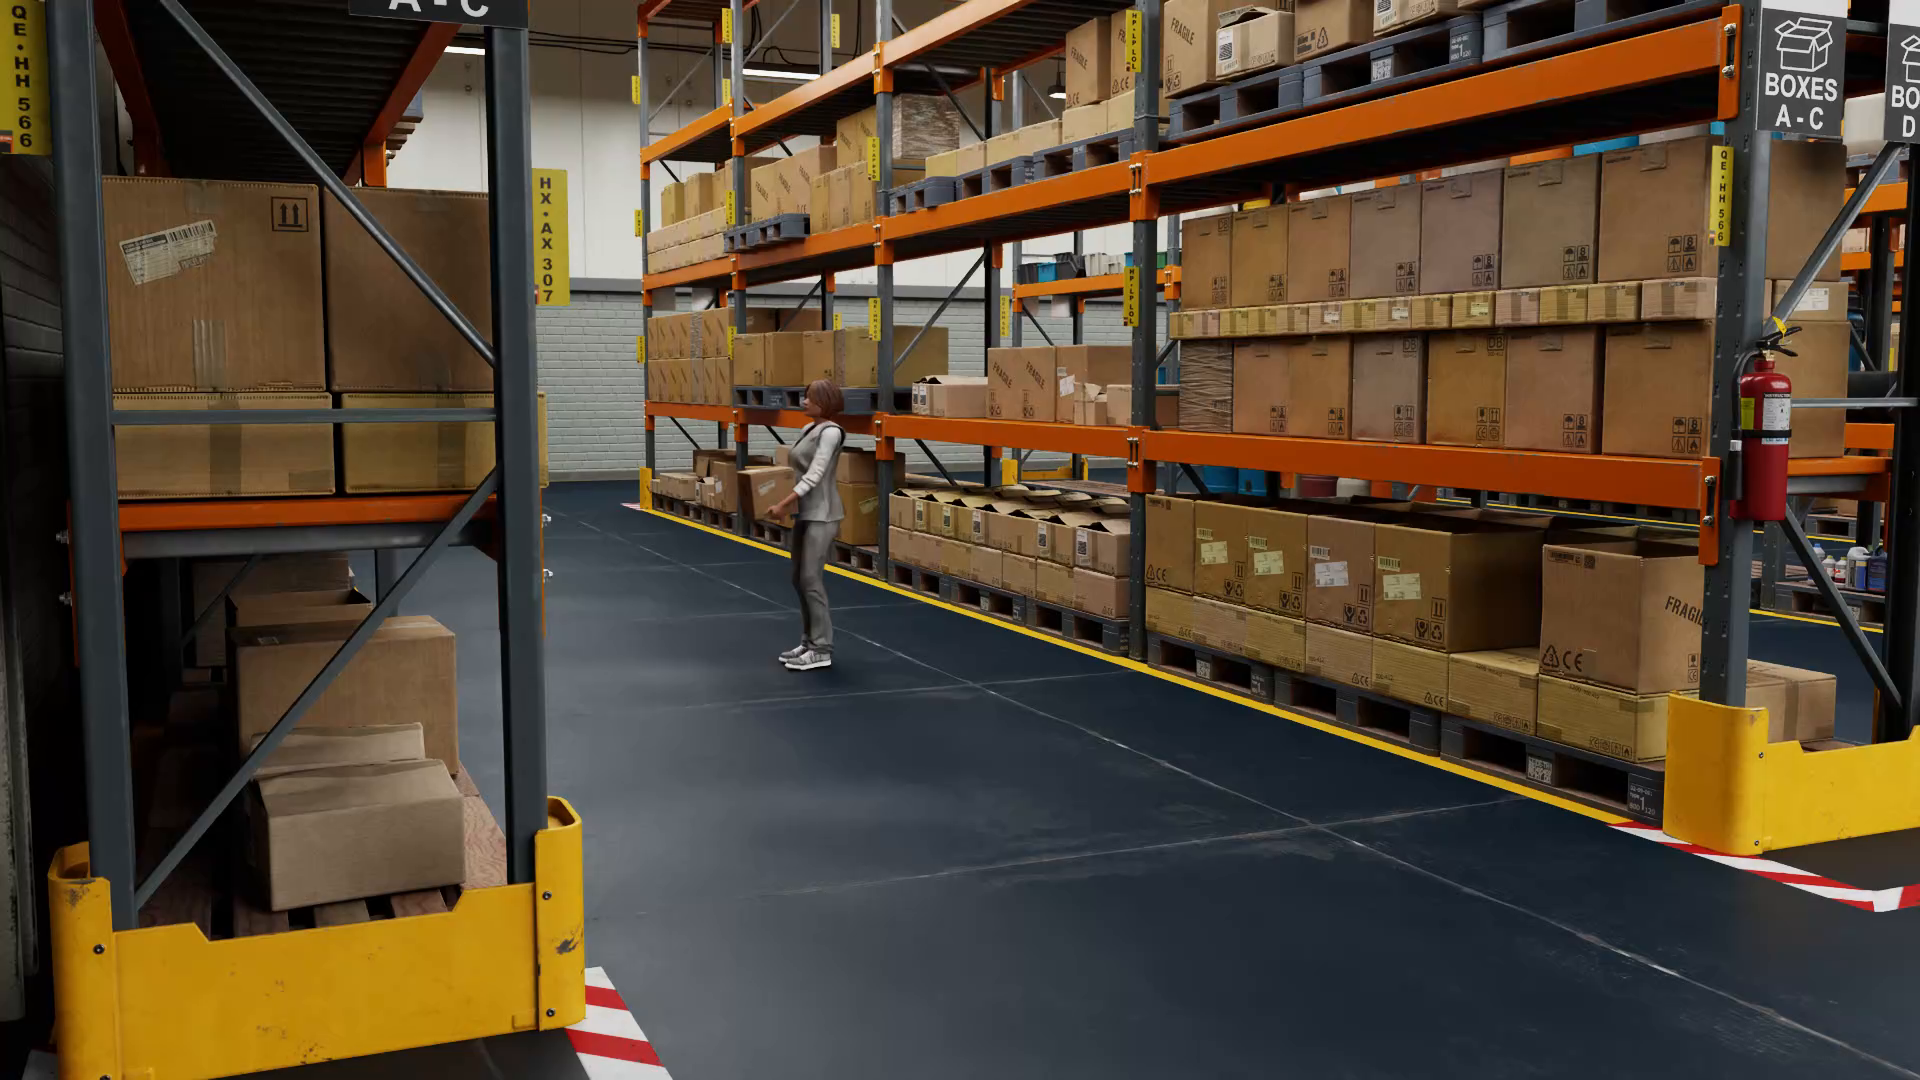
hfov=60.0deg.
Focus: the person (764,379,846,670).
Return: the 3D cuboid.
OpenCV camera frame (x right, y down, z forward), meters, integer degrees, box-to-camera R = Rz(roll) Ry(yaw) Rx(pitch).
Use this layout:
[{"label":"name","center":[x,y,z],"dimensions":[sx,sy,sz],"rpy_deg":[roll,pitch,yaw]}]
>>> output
[{"label":"person","center":[-0.880,-0.090,9.151],"dimensions":[0.491,1.588,0.408],"rpy_deg":[-2,6,-24]}]
